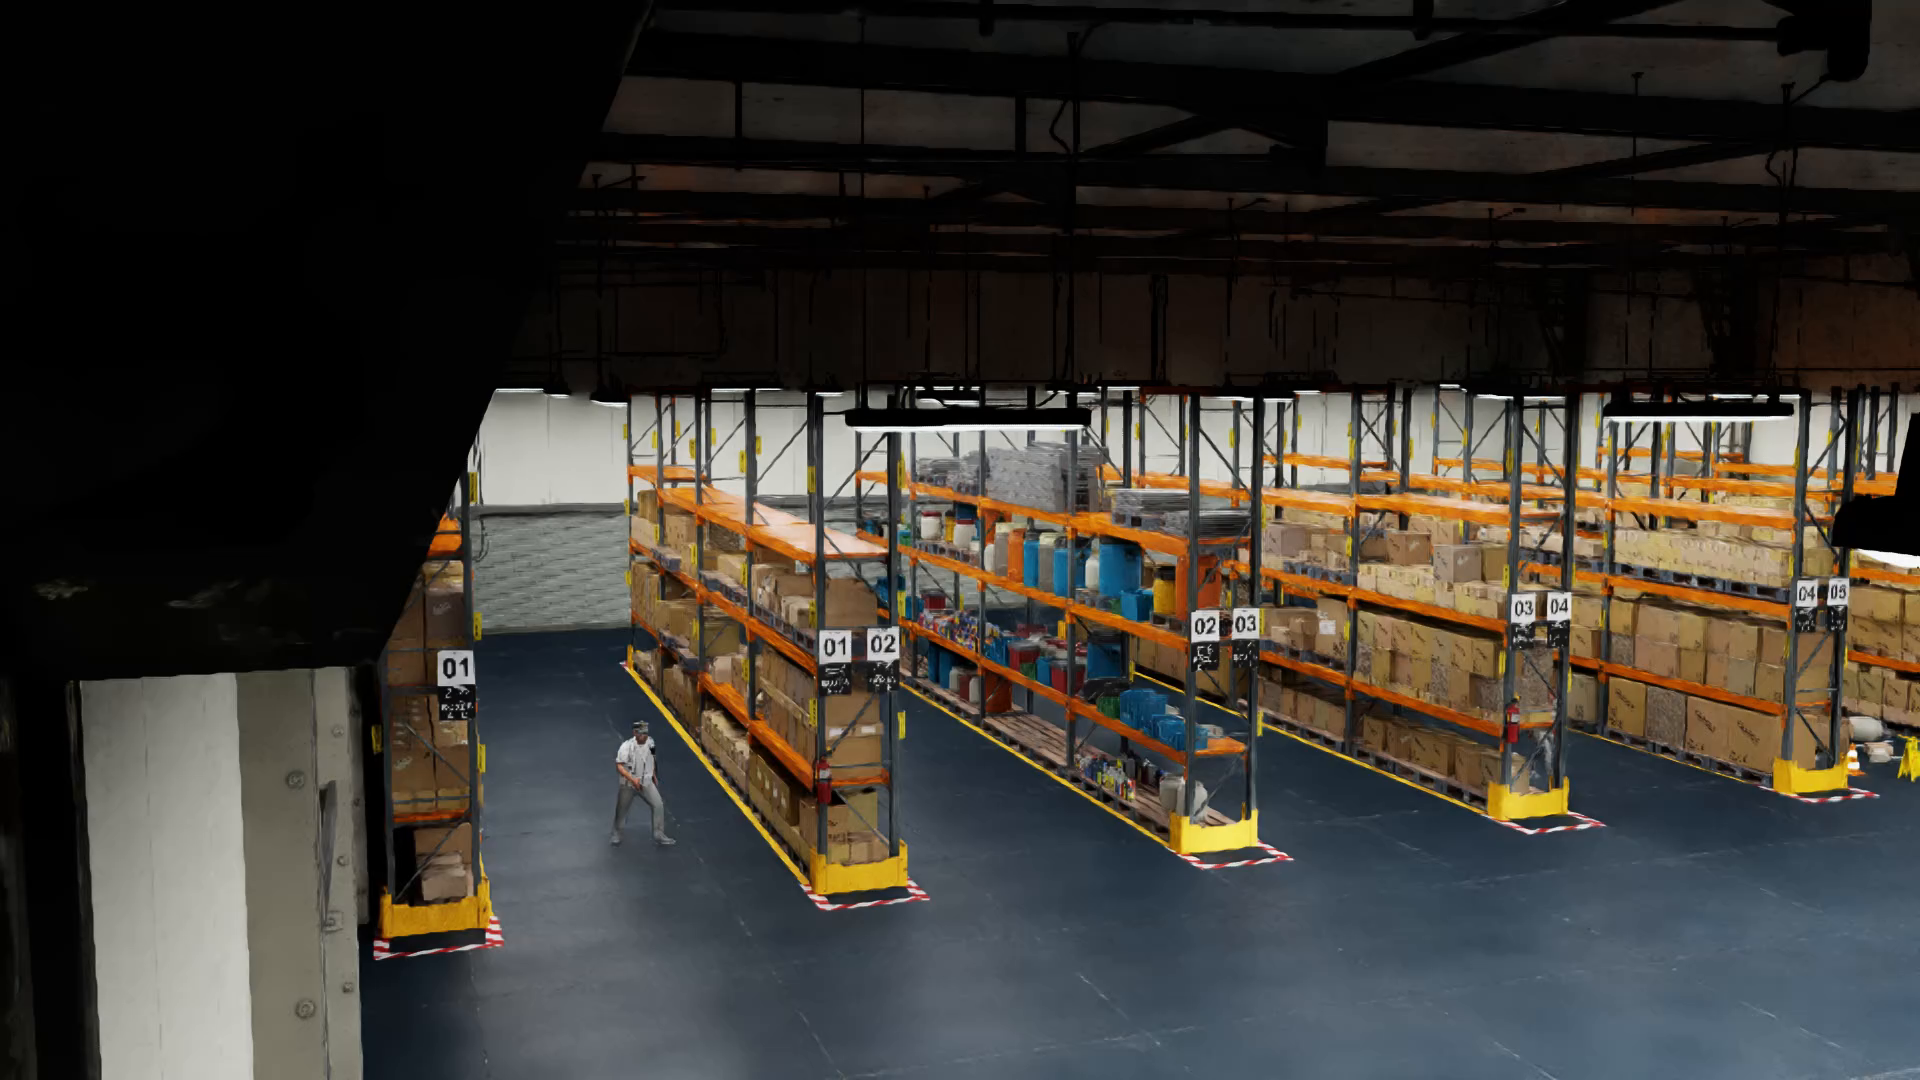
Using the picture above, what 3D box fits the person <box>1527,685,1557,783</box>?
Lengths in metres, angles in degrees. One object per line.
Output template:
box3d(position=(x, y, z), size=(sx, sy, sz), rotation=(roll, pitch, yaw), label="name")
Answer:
box3d(position=(8.935, 2.945, 25.312), size=(0.430, 1.539, 0.949), rotation=(-2, 6, -20), label="person")

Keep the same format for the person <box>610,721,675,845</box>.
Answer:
box3d(position=(-4.272, 3.204, 22.083), size=(0.701, 1.693, 0.857), rotation=(-4, 7, -35), label="person")
